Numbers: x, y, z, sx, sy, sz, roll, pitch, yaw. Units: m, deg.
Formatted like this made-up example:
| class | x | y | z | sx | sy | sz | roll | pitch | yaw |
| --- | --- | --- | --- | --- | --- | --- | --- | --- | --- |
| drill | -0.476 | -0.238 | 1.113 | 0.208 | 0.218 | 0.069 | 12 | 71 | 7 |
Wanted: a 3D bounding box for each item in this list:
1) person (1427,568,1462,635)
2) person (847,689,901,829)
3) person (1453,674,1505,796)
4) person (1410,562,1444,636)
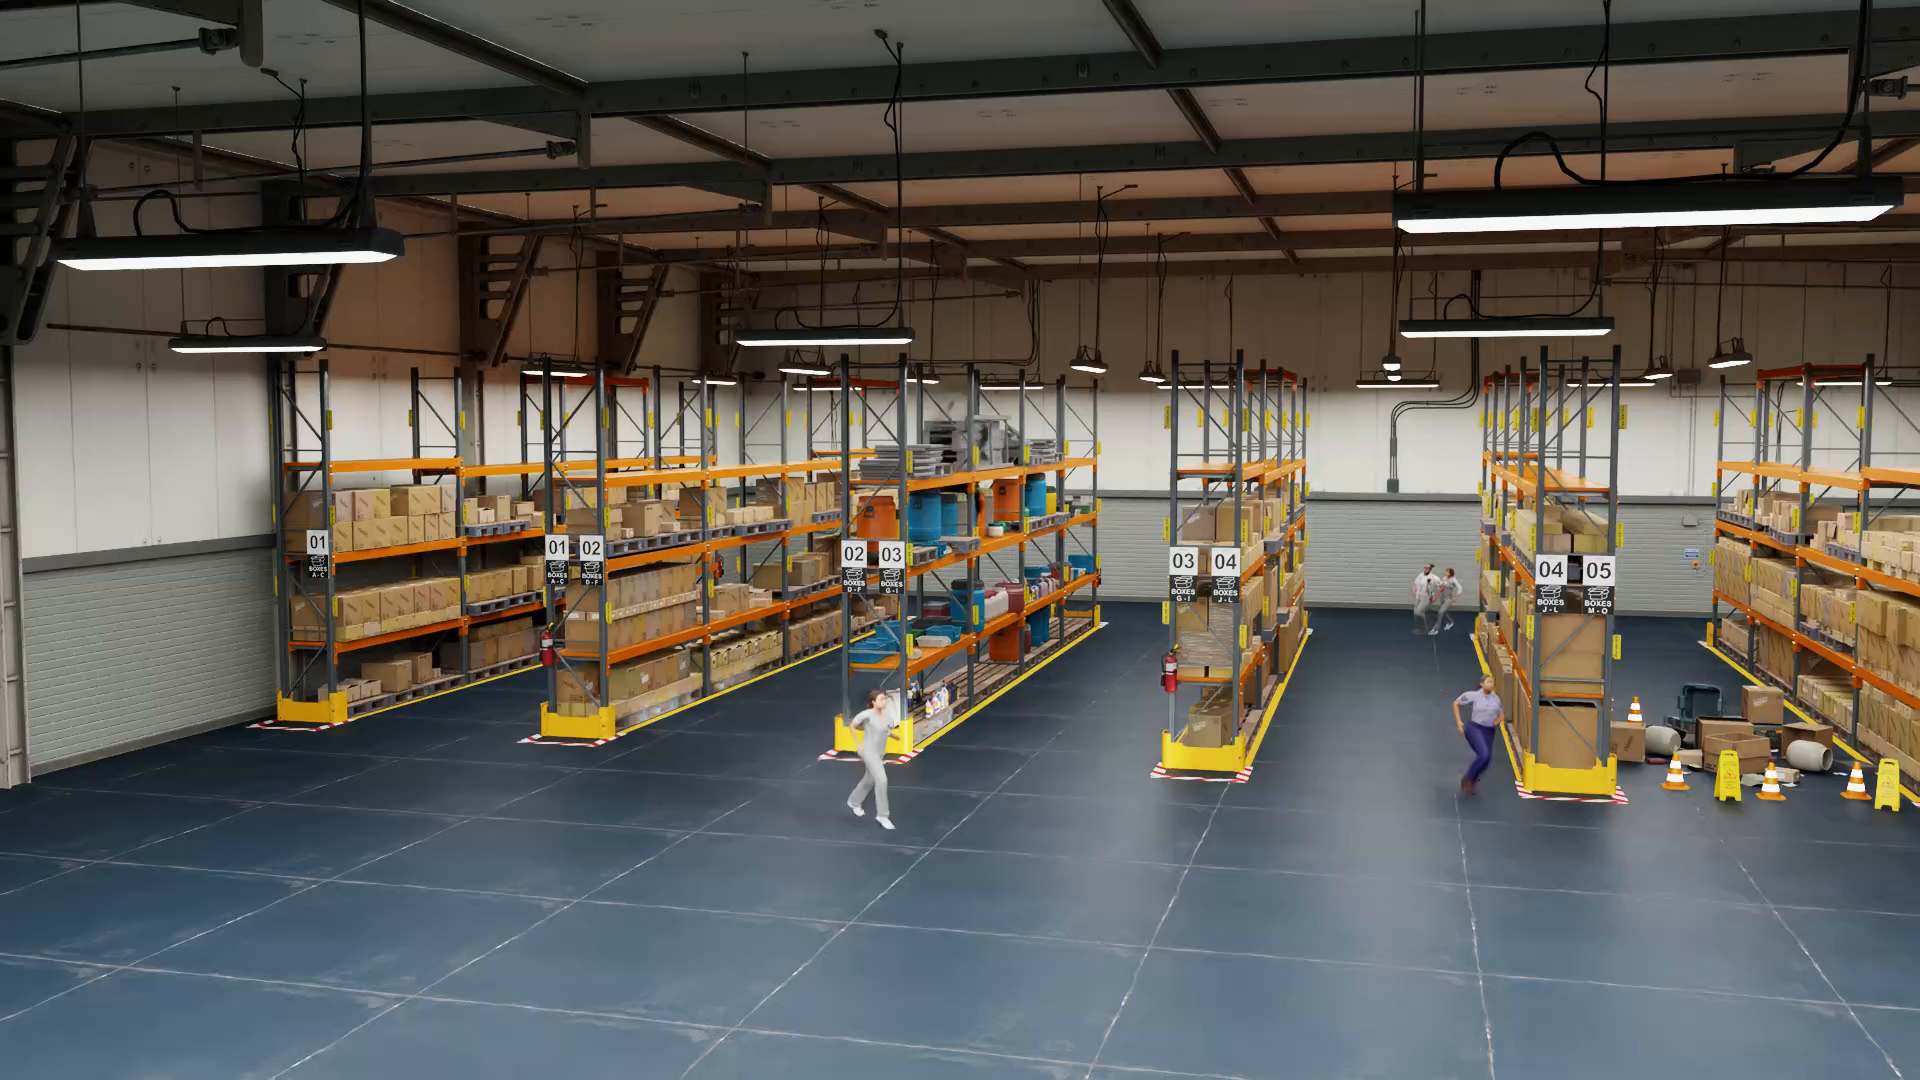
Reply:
| class | x | y | z | sx | sy | sz | roll | pitch | yaw |
| --- | --- | --- | --- | --- | --- | --- | --- | --- | --- |
| person | 11.345 | 1.419 | 38.762 | 0.876 | 1.568 | 0.604 | -2 | 5 | -30 |
| person | -1.099 | 2.692 | 20.675 | 0.884 | 1.706 | 0.497 | 3 | 5 | 37 |
| person | 6.990 | 2.597 | 22.241 | 0.608 | 1.594 | 0.633 | -2 | 5 | -24 |
| person | 10.777 | 1.375 | 38.570 | 0.620 | 1.753 | 0.724 | -3 | 5 | -34 |
